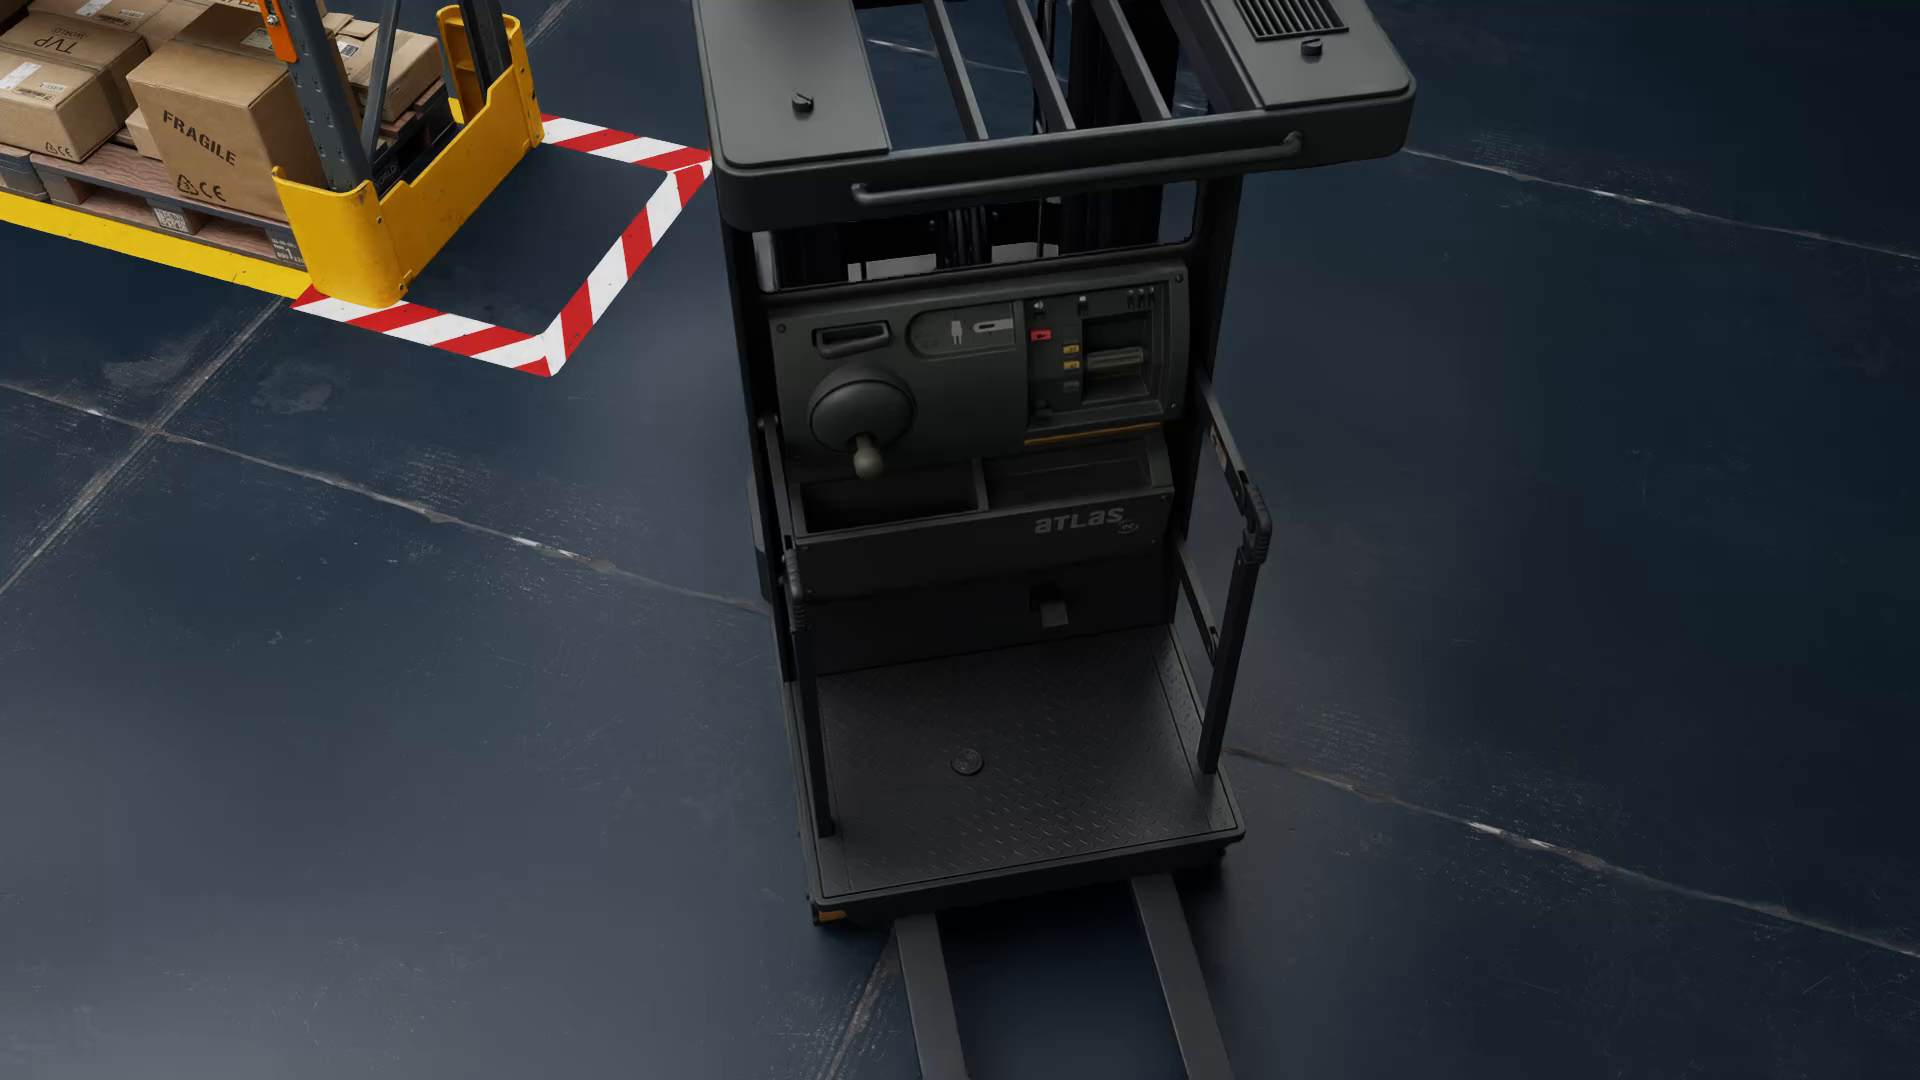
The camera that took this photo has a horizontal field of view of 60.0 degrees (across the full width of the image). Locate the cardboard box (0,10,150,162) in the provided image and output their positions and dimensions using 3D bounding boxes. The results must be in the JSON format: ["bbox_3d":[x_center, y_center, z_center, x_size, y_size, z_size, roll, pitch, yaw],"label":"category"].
[{"bbox_3d":[-3.411,-1.719,6.283,0.500,0.250,0.500,16,51,13],"label":"cardboard box"}]

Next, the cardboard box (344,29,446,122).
[{"bbox_3d":[-2.208,-1.801,6.421,0.250,0.149,0.380,16,51,13],"label":"cardboard box"}]

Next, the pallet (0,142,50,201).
[{"bbox_3d":[-3.895,-1.873,6.734,1.213,0.211,1.003,16,51,13],"label":"pallet"}]

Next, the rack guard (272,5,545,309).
[{"bbox_3d":[-2.006,-1.439,6.166,0.348,0.500,1.175,16,51,13],"label":"rack guard"}]

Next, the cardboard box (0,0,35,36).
[{"bbox_3d":[-3.923,-2.123,6.466,0.637,0.503,0.797,16,51,13],"label":"cardboard box"}]

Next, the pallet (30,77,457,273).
[{"bbox_3d":[-2.754,-1.552,6.456,1.213,0.211,1.003,16,51,13],"label":"pallet"}]

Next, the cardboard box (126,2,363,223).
[{"bbox_3d":[-2.530,-1.531,5.955,0.500,0.500,0.500,16,51,13],"label":"cardboard box"}]

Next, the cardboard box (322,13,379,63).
[{"bbox_3d":[-2.443,-1.872,6.472,0.250,0.166,0.380,16,51,13],"label":"cardboard box"}]

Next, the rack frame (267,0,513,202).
[{"bbox_3d":[-1.935,-2.237,5.204,0.127,3.000,1.000,16,51,13],"label":"rack frame"}]

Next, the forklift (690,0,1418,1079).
[{"bbox_3d":[0.096,-0.272,3.546,1.130,2.935,3.031,-8,50,-7],"label":"forklift"}]

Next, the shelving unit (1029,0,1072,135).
[{"bbox_3d":[-0.213,-1.143,5.248,1.048,1.500,0.538,-8,50,-7],"label":"shelving unit"}]

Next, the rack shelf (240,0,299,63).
[{"bbox_3d":[-3.811,-2.526,5.930,4.000,0.370,1.077,16,51,13],"label":"rack shelf"}]

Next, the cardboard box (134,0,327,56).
[{"bbox_3d":[-2.815,-1.955,6.488,0.500,0.250,0.500,16,51,13],"label":"cardboard box"}]

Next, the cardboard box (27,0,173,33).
[{"bbox_3d":[-3.284,-2.086,6.602,0.500,0.250,0.500,16,51,13],"label":"cardboard box"}]

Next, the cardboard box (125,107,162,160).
[{"bbox_3d":[-2.879,-1.591,6.228,0.250,0.166,0.380,16,51,13],"label":"cardboard box"}]

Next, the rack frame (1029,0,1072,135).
[{"bbox_3d":[0.288,-1.210,5.306,0.032,1.500,0.500,-8,50,-7],"label":"rack frame"}]
